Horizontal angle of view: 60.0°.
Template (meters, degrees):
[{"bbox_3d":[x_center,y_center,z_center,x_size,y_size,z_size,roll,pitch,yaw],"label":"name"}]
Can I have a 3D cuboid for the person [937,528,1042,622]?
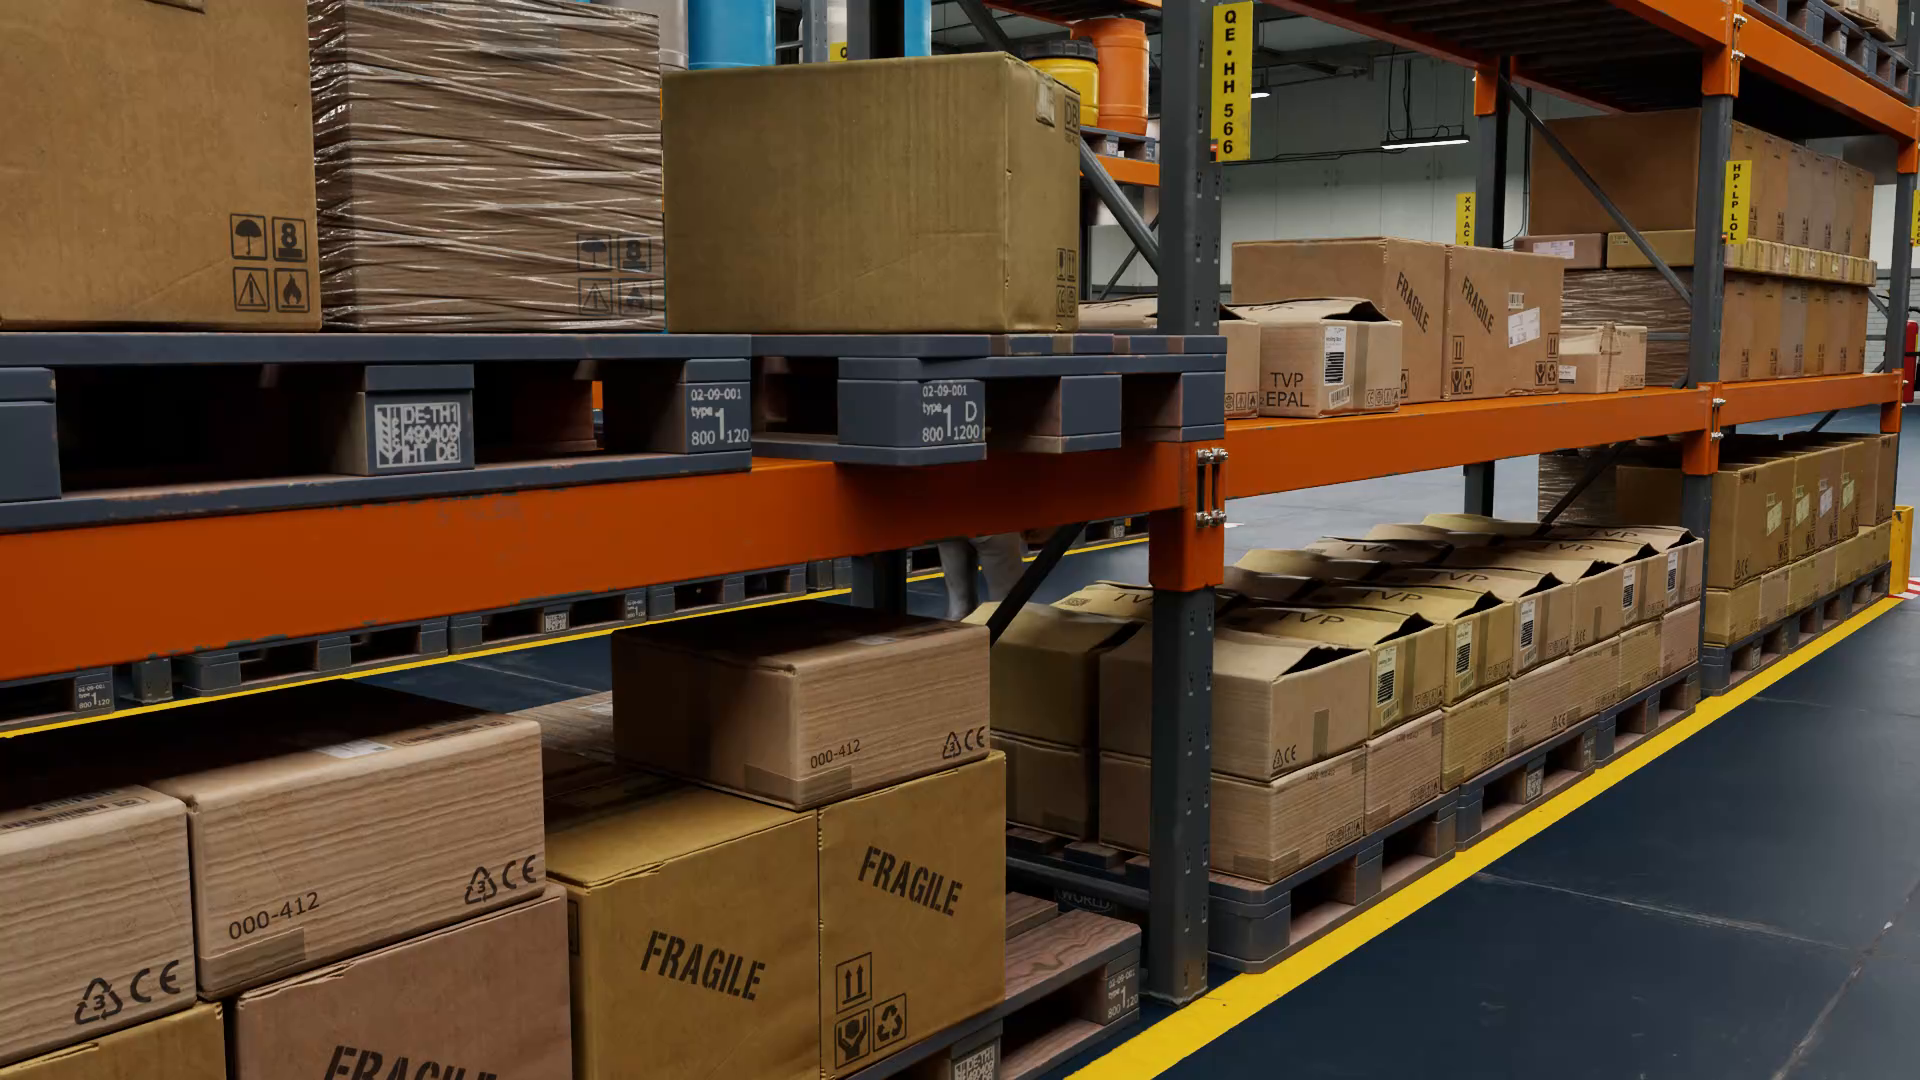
[{"bbox_3d":[0.099,-0.071,6.416,0.456,1.600,0.444,6,9,39],"label":"person"}]
